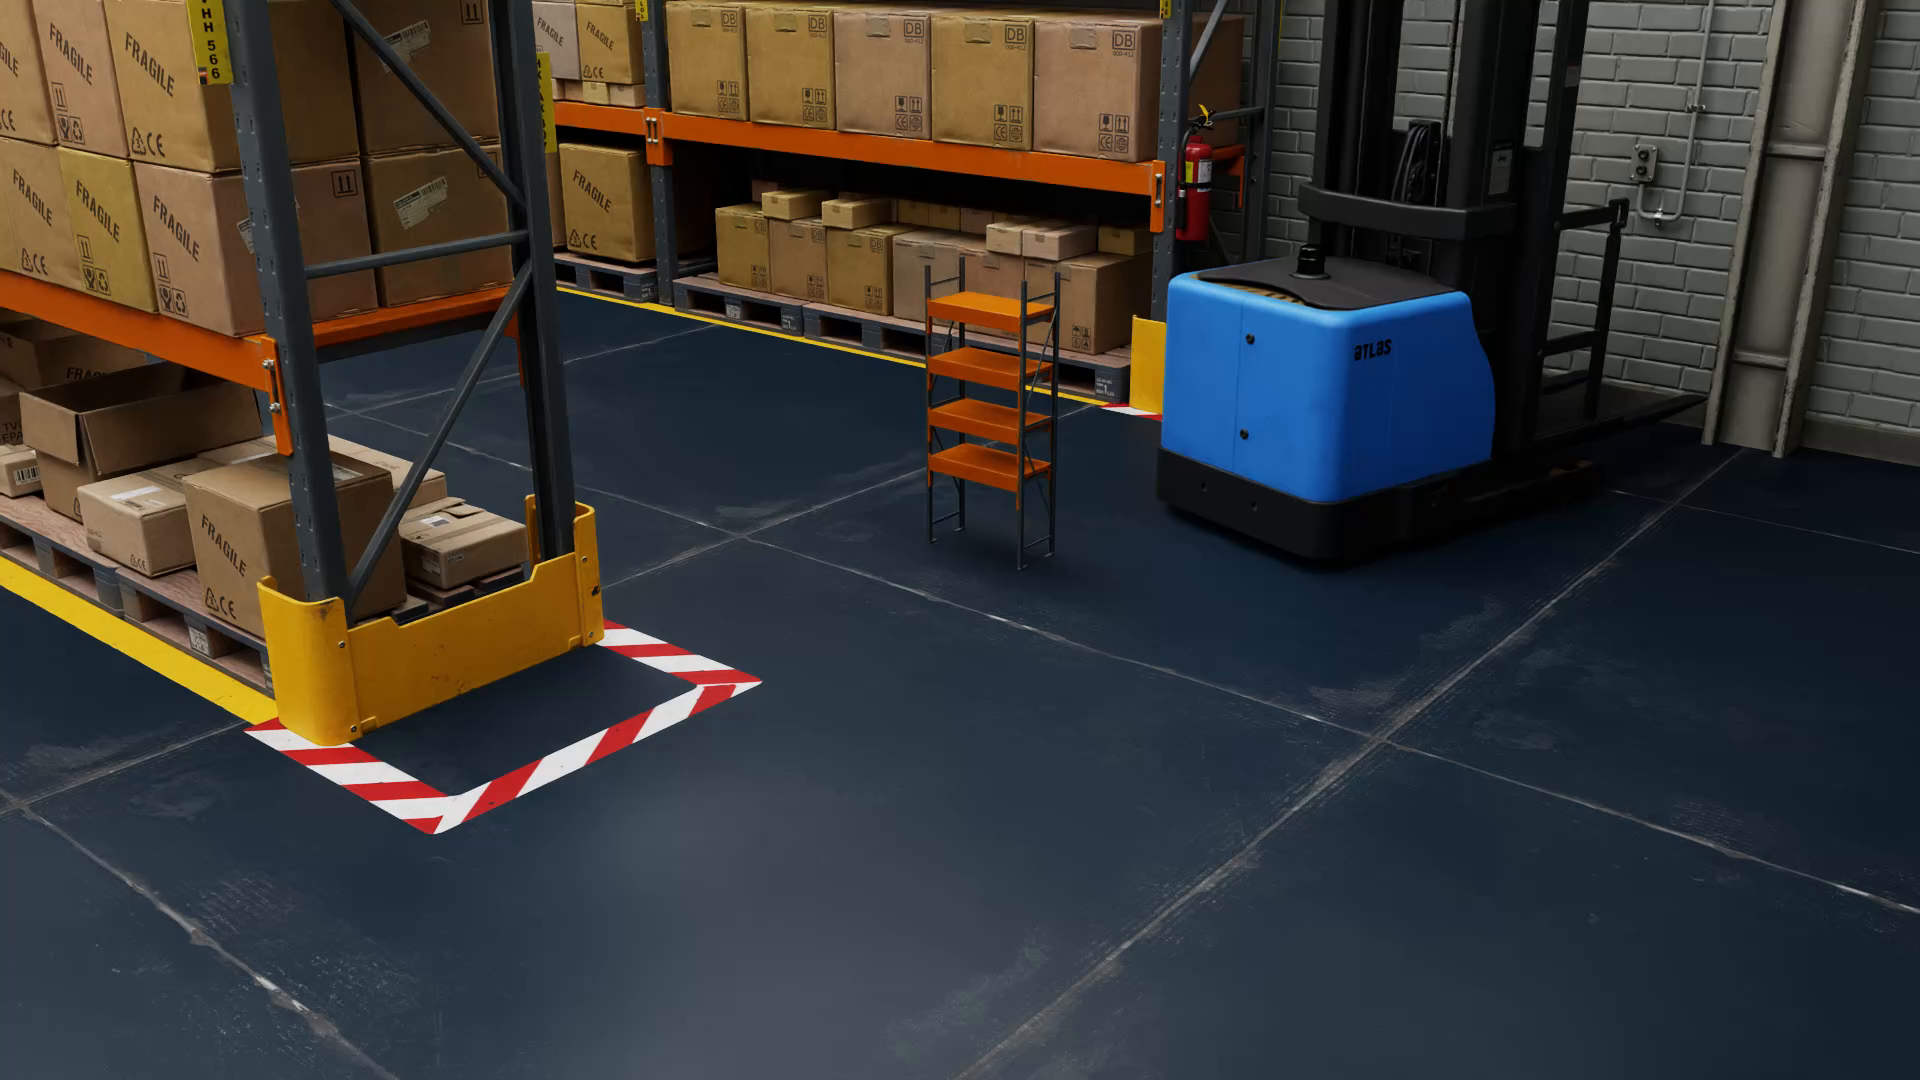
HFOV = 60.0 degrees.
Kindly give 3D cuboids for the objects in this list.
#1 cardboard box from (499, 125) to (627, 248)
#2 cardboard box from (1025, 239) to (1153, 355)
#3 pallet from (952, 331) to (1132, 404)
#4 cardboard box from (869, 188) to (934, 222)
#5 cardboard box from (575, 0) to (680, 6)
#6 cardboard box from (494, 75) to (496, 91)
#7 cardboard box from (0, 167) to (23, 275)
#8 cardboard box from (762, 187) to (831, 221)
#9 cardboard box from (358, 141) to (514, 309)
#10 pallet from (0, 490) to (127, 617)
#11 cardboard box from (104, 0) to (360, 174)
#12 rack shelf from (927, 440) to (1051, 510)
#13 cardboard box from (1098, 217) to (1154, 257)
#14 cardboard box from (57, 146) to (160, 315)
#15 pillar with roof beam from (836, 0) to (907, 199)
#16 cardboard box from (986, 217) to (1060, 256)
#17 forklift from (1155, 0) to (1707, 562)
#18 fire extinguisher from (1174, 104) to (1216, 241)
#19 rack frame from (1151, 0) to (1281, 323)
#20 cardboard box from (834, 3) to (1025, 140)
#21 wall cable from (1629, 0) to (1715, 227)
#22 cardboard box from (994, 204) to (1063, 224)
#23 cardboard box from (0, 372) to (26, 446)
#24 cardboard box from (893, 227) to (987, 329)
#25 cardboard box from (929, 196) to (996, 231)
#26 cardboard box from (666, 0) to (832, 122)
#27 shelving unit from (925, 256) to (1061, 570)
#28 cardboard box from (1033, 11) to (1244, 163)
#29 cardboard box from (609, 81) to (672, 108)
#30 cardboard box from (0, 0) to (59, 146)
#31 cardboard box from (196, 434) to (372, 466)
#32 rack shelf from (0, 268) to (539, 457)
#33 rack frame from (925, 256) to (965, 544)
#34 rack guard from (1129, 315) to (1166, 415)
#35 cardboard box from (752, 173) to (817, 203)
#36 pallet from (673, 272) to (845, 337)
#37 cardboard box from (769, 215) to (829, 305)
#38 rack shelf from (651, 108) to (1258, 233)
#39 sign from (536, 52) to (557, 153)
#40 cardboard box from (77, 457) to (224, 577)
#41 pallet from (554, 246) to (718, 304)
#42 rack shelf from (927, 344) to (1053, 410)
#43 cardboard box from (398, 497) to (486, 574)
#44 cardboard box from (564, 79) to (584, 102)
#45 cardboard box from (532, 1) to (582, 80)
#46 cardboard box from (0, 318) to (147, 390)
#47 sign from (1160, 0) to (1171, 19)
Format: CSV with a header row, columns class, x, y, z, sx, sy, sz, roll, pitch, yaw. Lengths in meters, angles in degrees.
class,x,y,z,sx,sy,sz,roll,pitch,yaw
cardboard box,-2.990,-2.650,12.396,0.750,0.750,0.750,17,27,38
cardboard box,0.780,-1.416,9.619,0.500,0.500,0.700,16,26,36
pallet,0.716,-1.112,9.818,1.213,0.211,1.003,16,26,36
cardboard box,-0.377,-2.142,10.626,0.250,0.149,0.380,16,26,37
cardboard box,-2.237,-3.733,11.161,0.500,0.250,0.500,17,26,38
cardboard box,-3.310,-3.400,12.261,0.250,0.149,0.380,17,27,38
cardboard box,-3.441,-1.317,6.269,0.500,0.500,0.500,16,26,36
cardboard box,-1.049,-2.162,10.677,0.250,0.149,0.380,17,27,38
cardboard box,-1.921,-1.123,5.753,0.500,0.500,0.500,17,26,37
pallet,-3.362,-0.067,7.047,1.213,0.211,1.003,16,26,36
cardboard box,-2.263,-1.444,5.187,0.500,0.500,0.500,16,26,36
rack shelf,0.128,-0.276,6.952,0.480,0.148,0.258,16,26,36
cardboard box,1.003,-1.746,9.575,0.250,0.149,0.380,16,26,37
cardboard box,-2.667,-1.092,5.671,0.500,0.500,0.500,16,26,37
pillar with roof beam,-3.347,-4.863,7.310,0.400,9.000,9.100,16,26,36
cardboard box,0.366,-1.755,9.599,0.250,0.149,0.380,17,26,38
forklift,2.374,-1.671,7.446,3.031,2.935,1.130,-14,25,-33
fire extinguisher,1.210,-1.889,8.566,0.183,0.674,0.296,16,26,36
rack frame,1.385,-2.260,8.910,0.127,3.000,1.000,16,26,36
cardboard box,-0.172,-2.843,10.032,0.700,0.700,0.980,15,25,34
wall cable,2.975,-2.708,8.659,1.851,1.984,0.084,16,26,36
cardboard box,0.416,-1.915,10.023,0.250,0.149,0.380,16,26,37
cardboard box,-4.655,-0.592,7.675,0.500,0.311,0.500,16,26,36
cardboard box,0.002,-1.639,10.212,0.500,0.500,0.700,15,25,35
cardboard box,0.019,-2.028,10.324,0.250,0.149,0.380,16,26,37
cardboard box,-1.304,-3.167,10.891,0.700,0.700,0.980,17,26,37
shelving unit,0.128,-0.524,6.859,0.503,1.200,0.258,16,26,36
cardboard box,0.984,-2.511,9.151,0.700,0.700,0.980,18,27,39
cardboard box,-2.155,-3.042,11.312,0.250,0.149,0.380,16,26,37
cardboard box,-3.059,-1.671,5.788,0.500,0.500,0.500,17,26,38
cardboard box,-2.761,-0.246,6.843,0.500,0.250,0.500,16,26,36
rack shelf,-3.294,-1.015,6.627,4.000,0.370,1.077,16,26,36
rack frame,-0.061,-0.579,7.003,0.015,1.200,0.240,16,26,36
rack guard,1.404,-1.085,9.337,0.348,0.500,1.175,16,26,36
cardboard box,-1.186,-2.375,11.242,0.250,0.149,0.380,16,26,36
pallet,-1.174,-1.657,11.262,1.213,0.211,1.003,16,26,36
cardboard box,-0.812,-1.871,10.827,0.500,0.500,0.700,16,26,36
rack shelf,-0.164,-2.370,10.220,4.000,0.370,1.077,16,26,36
sign,-1.401,-1.458,5.558,0.005,0.325,0.100,16,26,36
cardboard box,-3.038,-0.098,6.451,0.500,0.250,0.500,16,26,36
pallet,-2.359,-1.999,12.170,1.213,0.211,1.003,16,26,36
rack shelf,0.128,-0.671,6.803,0.480,0.148,0.258,16,26,36
cardboard box,-2.045,-0.028,6.384,0.250,0.166,0.380,16,26,36
cardboard box,-2.537,-3.162,11.630,0.250,0.149,0.380,17,27,38
cardboard box,-2.632,-3.493,11.588,0.500,0.500,0.500,16,26,37
cardboard box,-4.222,-0.784,7.915,0.500,0.500,0.500,16,26,36
sign,1.031,-2.767,8.279,0.005,0.325,0.100,16,26,36
